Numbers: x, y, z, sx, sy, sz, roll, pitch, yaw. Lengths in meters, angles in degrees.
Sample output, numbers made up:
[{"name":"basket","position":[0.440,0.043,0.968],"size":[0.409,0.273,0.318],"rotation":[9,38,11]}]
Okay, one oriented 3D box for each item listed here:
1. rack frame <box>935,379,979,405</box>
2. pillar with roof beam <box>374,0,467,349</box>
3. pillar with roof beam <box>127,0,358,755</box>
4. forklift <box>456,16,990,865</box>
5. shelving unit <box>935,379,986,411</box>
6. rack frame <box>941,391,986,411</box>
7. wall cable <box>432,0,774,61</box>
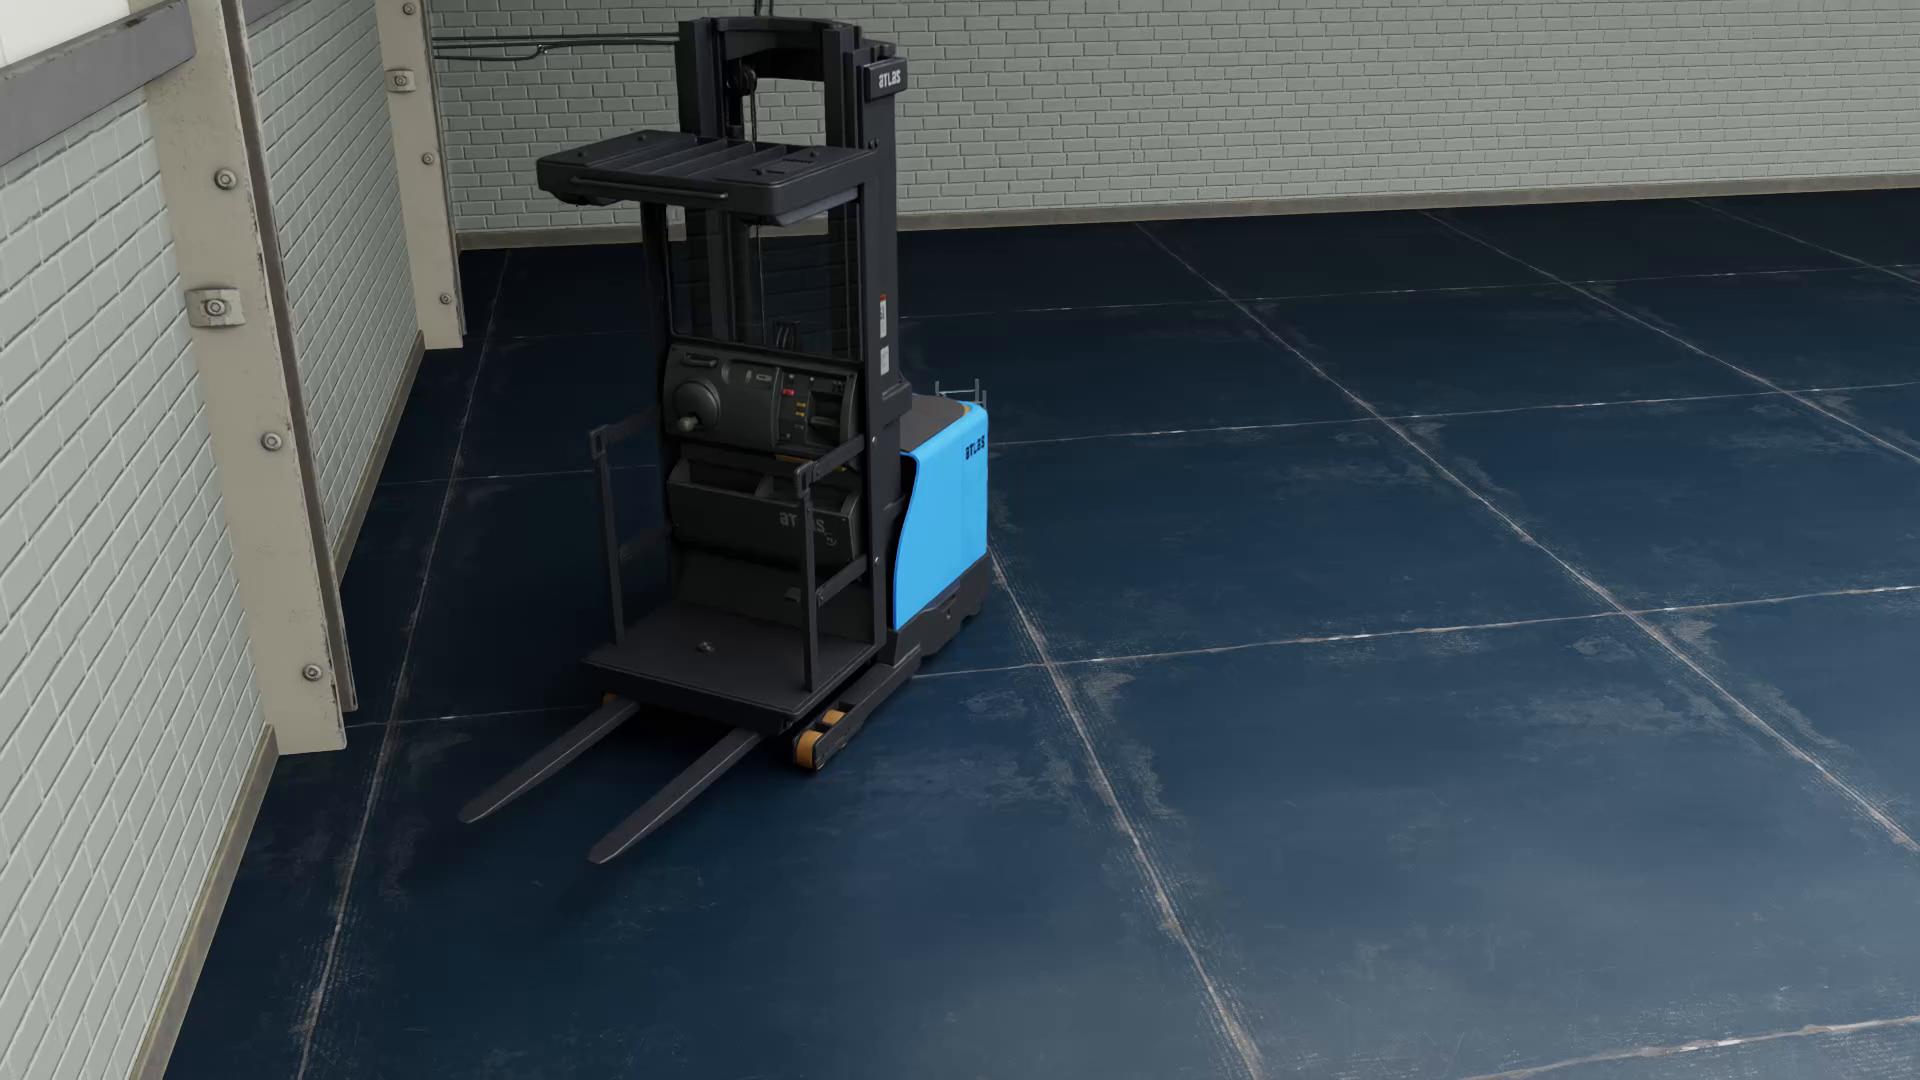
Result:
[{"name":"rack frame","position":[-0.017,-0.449,9.154],"size":[0.240,0.900,0.006],"rotation":[-4,24,-10]},{"name":"pillar with roof beam","position":[0.277,-5.966,11.668],"size":[9.100,9.000,0.400],"rotation":[-4,24,-10]},{"name":"pillar with roof beam","position":[1.386,-3.606,6.264],"size":[9.100,9.000,0.400],"rotation":[-4,24,-10]},{"name":"forklift","position":[-0.946,-0.572,6.897],"size":[1.130,2.935,3.031],"rotation":[11,26,23]},{"name":"shelving unit","position":[0.002,-0.409,9.063],"size":[0.258,0.900,0.210],"rotation":[-4,24,-10]},{"name":"rack frame","position":[0.020,-0.369,8.971],"size":[0.240,0.900,0.006],"rotation":[-4,24,-10]},{"name":"wall cable","position":[-3.199,-5.481,14.437],"size":[3.097,2.526,0.112],"rotation":[-4,24,-10]}]
